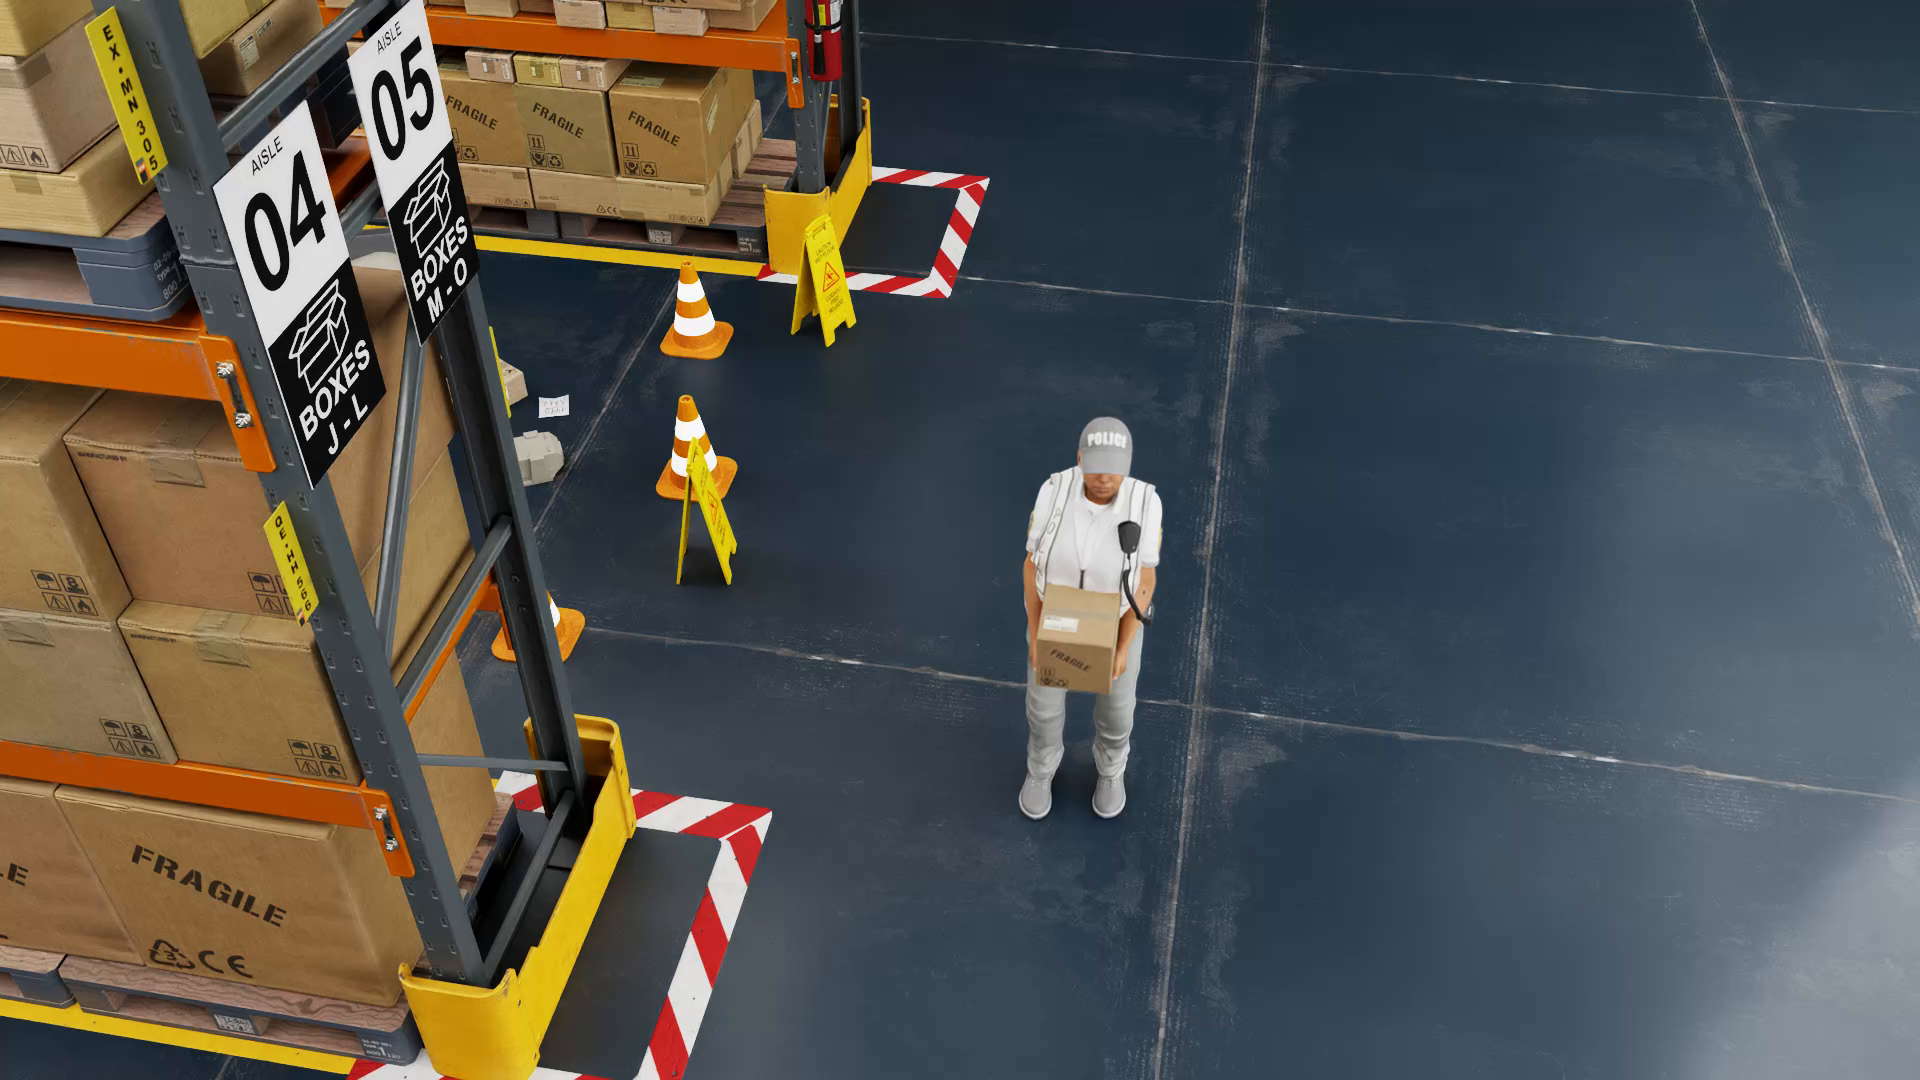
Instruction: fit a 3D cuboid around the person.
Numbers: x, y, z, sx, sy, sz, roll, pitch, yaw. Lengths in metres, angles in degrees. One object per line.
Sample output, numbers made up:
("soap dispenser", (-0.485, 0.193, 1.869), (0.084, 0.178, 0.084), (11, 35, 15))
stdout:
("person", (0.424, 0.309, 5.793), (0.508, 1.670, 0.497), (6, 41, 7))
